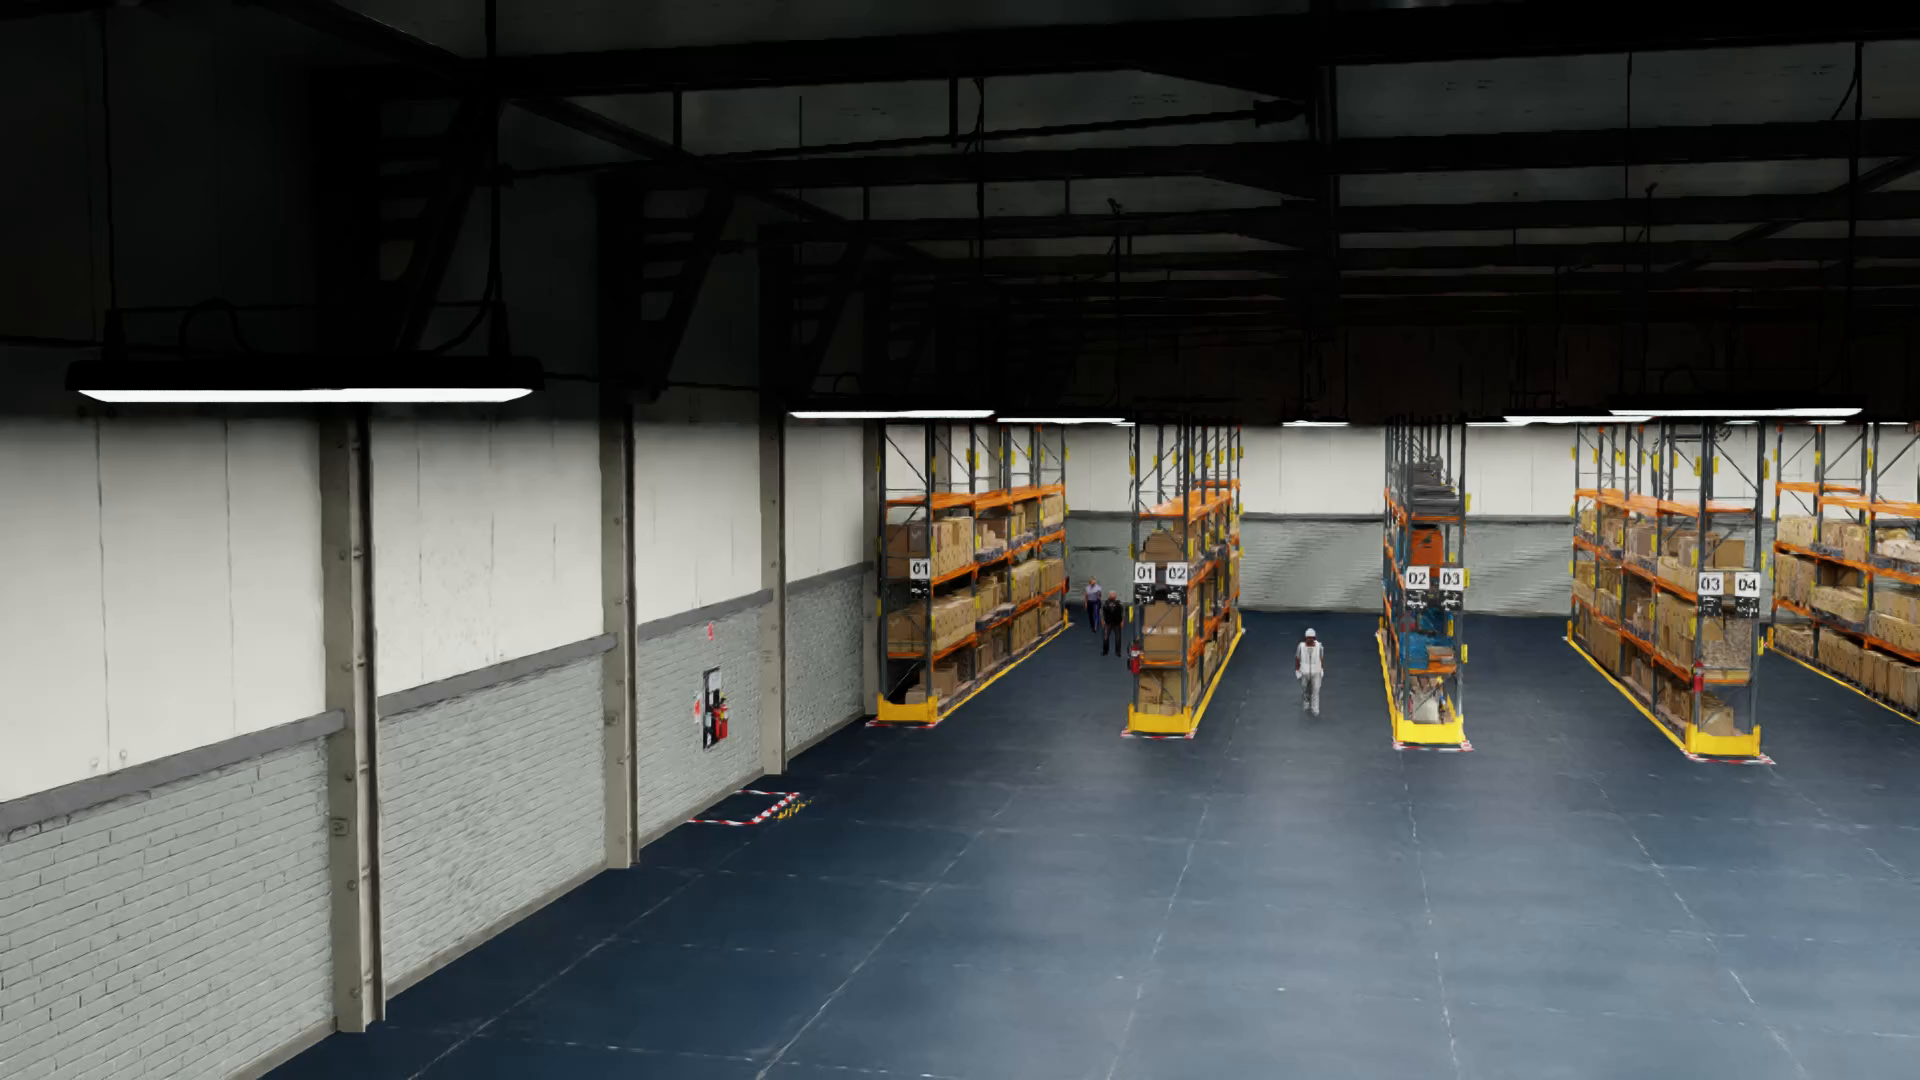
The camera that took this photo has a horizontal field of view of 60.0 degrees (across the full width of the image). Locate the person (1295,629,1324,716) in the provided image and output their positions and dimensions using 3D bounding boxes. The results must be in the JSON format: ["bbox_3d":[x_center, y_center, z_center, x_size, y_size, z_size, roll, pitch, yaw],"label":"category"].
[{"bbox_3d":[6.982,2.610,33.204,0.566,1.706,1.122,1,4,15],"label":"person"}]

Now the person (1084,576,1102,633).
[{"bbox_3d":[3.711,1.832,46.536,0.479,1.462,1.090,1,4,15],"label":"person"}]

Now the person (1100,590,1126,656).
[{"bbox_3d":[3.826,2.080,41.620,0.677,1.674,0.534,1,4,11],"label":"person"}]
